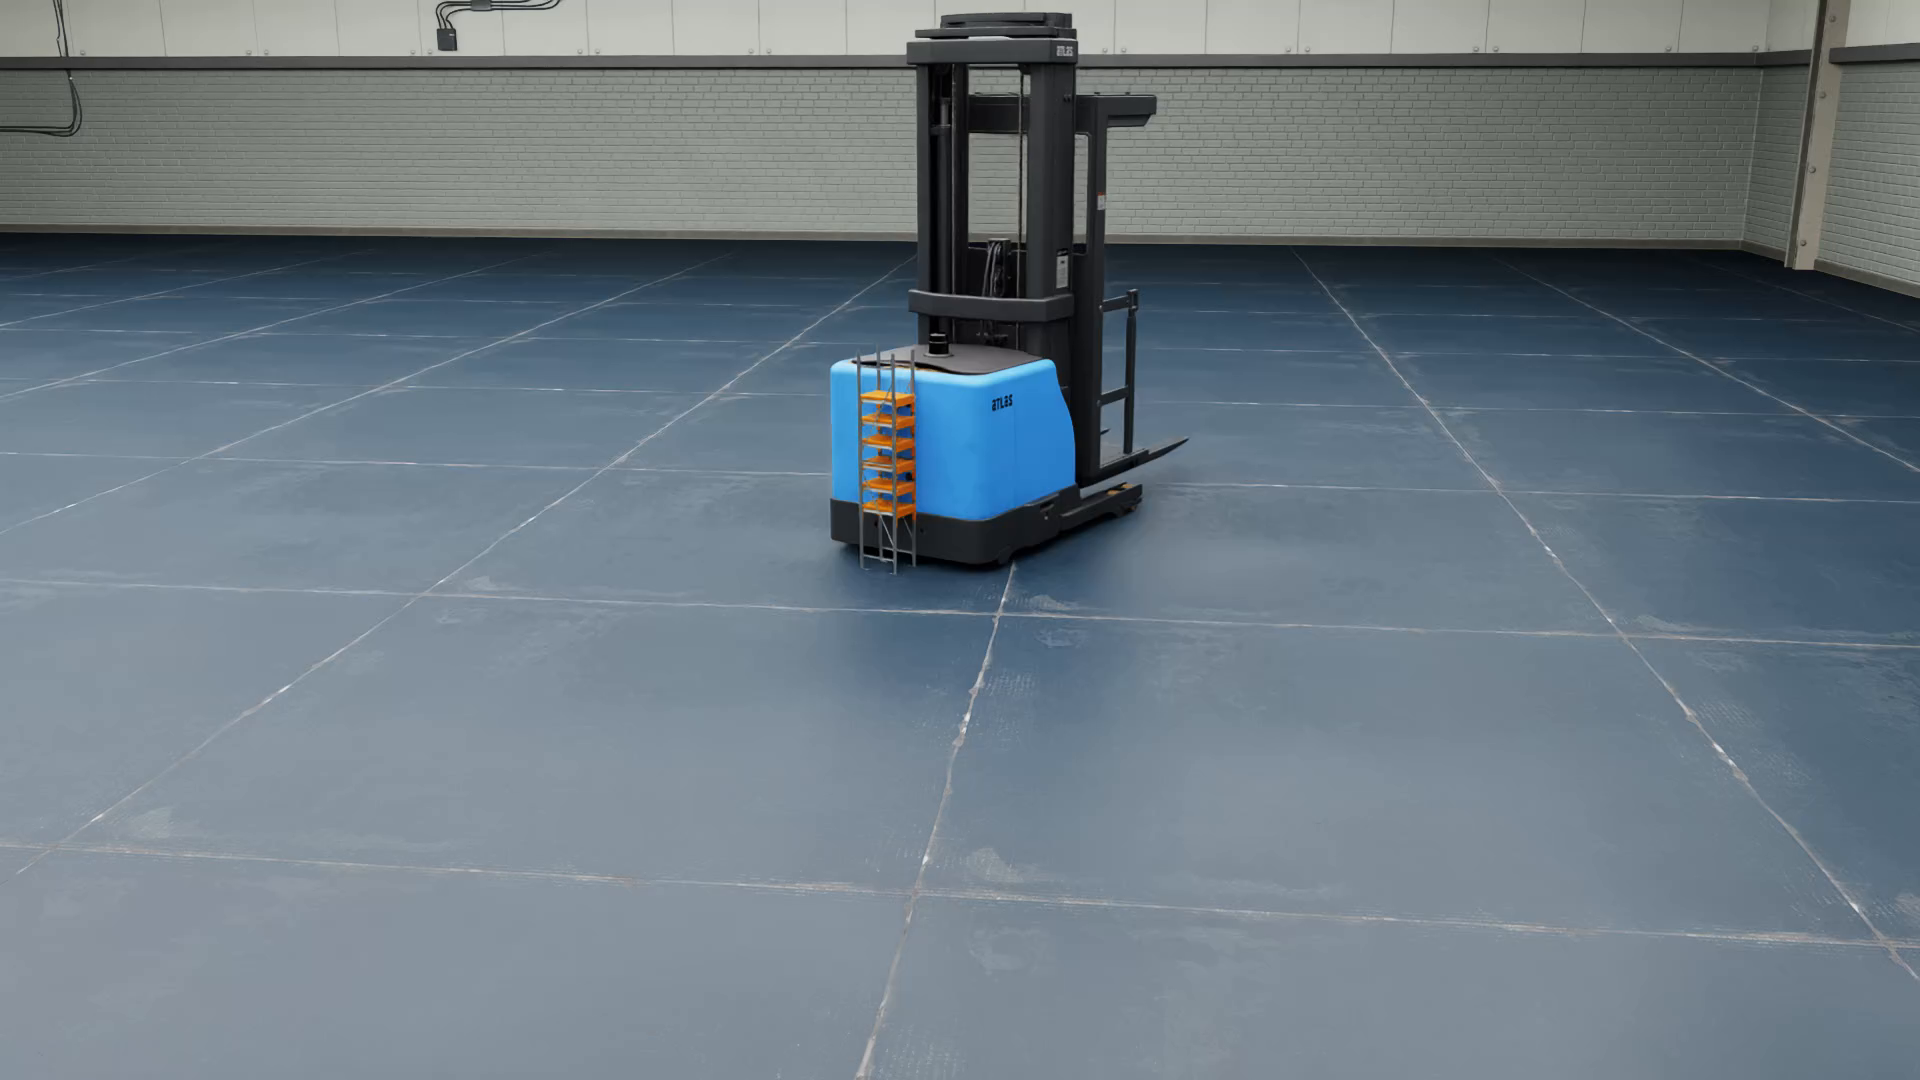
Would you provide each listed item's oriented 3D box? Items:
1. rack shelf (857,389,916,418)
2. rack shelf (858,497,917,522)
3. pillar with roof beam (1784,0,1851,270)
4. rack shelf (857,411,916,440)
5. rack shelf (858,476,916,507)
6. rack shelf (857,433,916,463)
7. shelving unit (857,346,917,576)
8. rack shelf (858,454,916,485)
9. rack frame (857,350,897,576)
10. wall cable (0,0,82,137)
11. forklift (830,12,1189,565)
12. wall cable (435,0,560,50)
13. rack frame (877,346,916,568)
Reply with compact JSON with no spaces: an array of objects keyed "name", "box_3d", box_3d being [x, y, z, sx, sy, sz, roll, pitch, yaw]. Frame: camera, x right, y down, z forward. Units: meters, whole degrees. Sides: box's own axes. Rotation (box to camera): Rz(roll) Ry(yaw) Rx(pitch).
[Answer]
[{"name":"rack shelf","box_3d":[-0.392,-0.728,8.846,0.258,0.103,0.180,9,18,31]},{"name":"rack shelf","box_3d":[-0.392,-0.148,9.002,0.258,0.103,0.180,9,18,31]},{"name":"pillar with roof beam","box_3d":[8.066,-8.466,23.733,9.100,9.000,0.400,2,15,6]},{"name":"rack shelf","box_3d":[-0.392,-0.612,8.877,0.258,0.103,0.180,9,18,31]},{"name":"rack shelf","box_3d":[-0.392,-0.264,8.971,0.258,0.103,0.180,9,18,31]},{"name":"rack shelf","box_3d":[-0.392,-0.496,8.908,0.258,0.103,0.180,9,18,31]},{"name":"shelving unit","box_3d":[-0.392,-0.423,8.928,0.258,1.200,0.189,9,18,31]},{"name":"rack shelf","box_3d":[-0.392,-0.380,8.940,0.258,0.103,0.180,9,18,31]},{"name":"rack frame","box_3d":[-0.441,-0.403,8.853,0.240,1.200,0.006,9,18,31]},{"name":"wall cable","box_3d":[-17.309,-8.494,29.782,3.097,2.526,0.112,2,15,6]},{"name":"forklift","box_3d":[0.479,-1.613,10.012,1.130,2.935,3.031,9,18,31]},{"name":"wall cable","box_3d":[-7.878,-11.351,27.884,2.305,6.003,0.169,2,15,6]},{"name":"rack frame","box_3d":[-0.343,-0.443,9.003,0.240,1.200,0.006,9,18,31]}]
